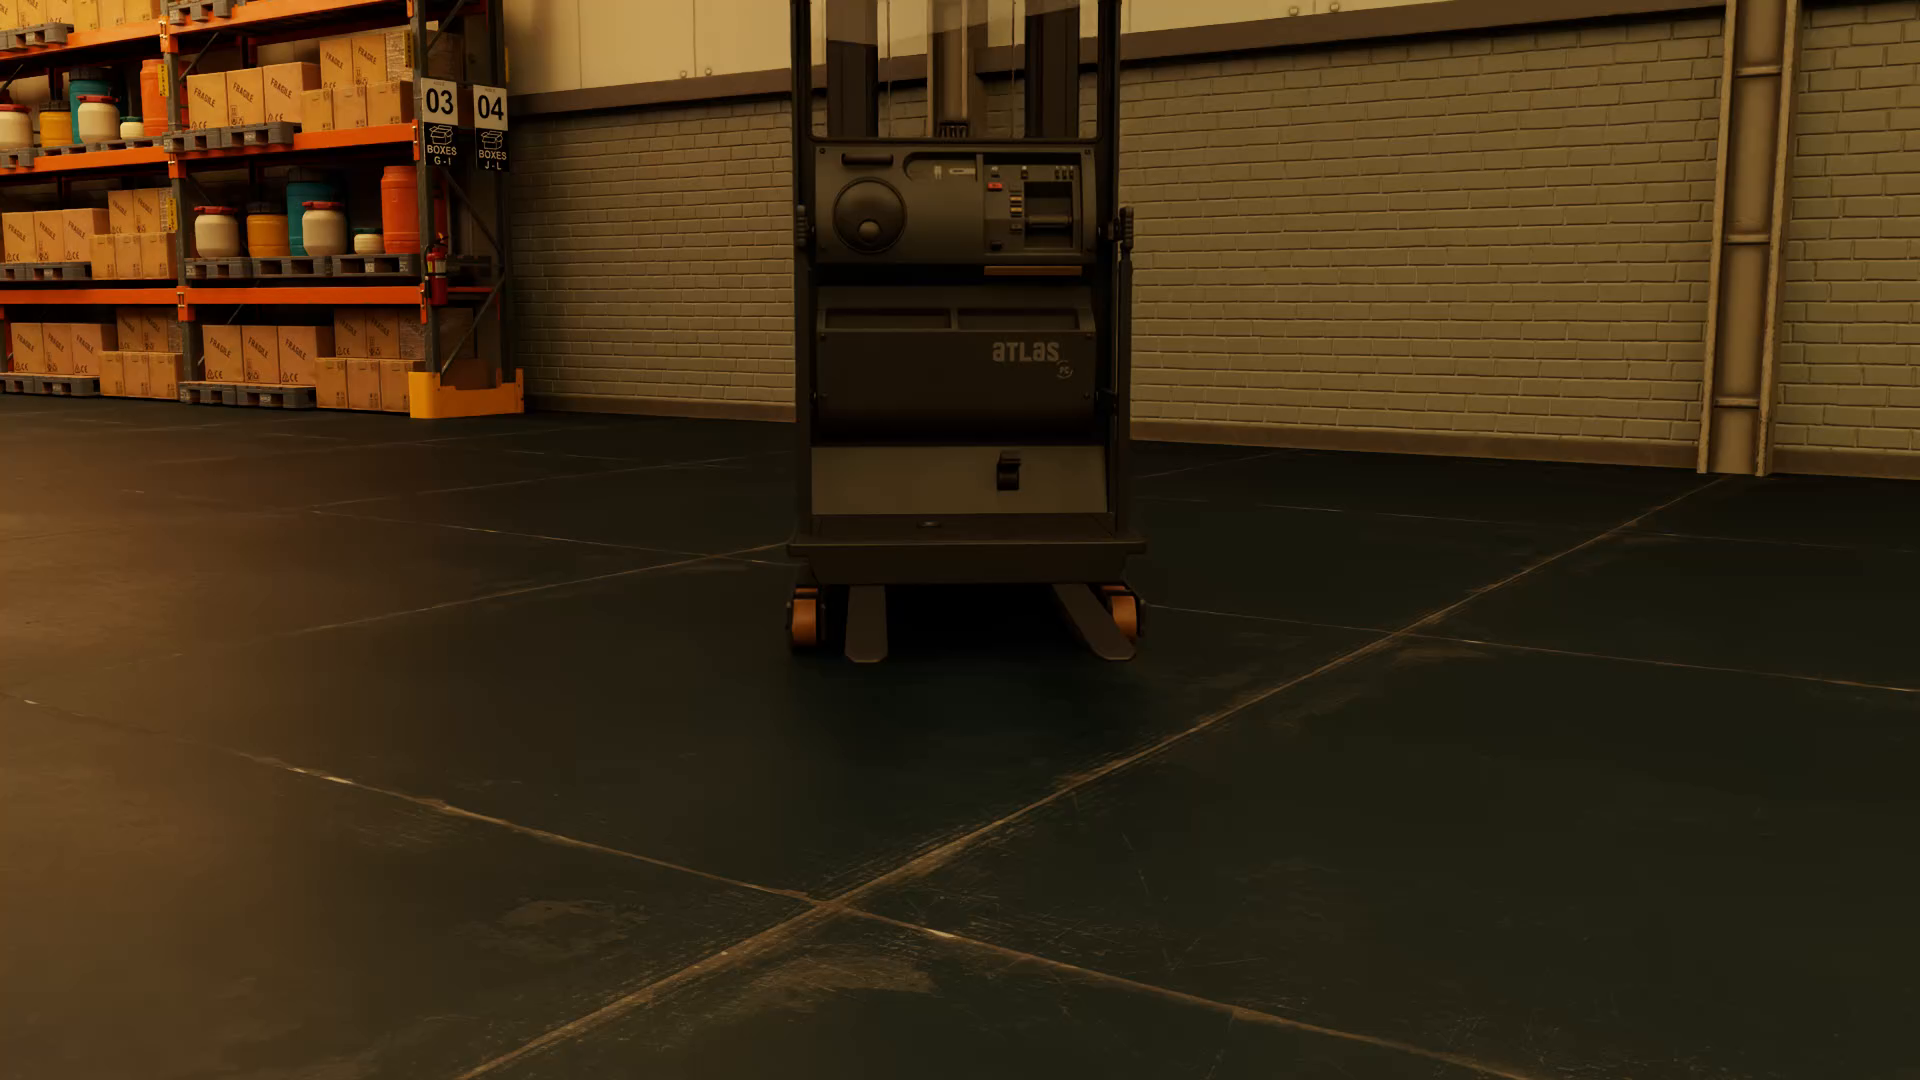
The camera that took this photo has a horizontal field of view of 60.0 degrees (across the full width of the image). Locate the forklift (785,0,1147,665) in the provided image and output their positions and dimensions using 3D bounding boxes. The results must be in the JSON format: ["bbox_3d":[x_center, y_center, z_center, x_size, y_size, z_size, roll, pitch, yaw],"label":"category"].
[{"bbox_3d":[0.000,-1.154,5.311,1.130,2.935,3.031,0,8,-3],"label":"forklift"}]
